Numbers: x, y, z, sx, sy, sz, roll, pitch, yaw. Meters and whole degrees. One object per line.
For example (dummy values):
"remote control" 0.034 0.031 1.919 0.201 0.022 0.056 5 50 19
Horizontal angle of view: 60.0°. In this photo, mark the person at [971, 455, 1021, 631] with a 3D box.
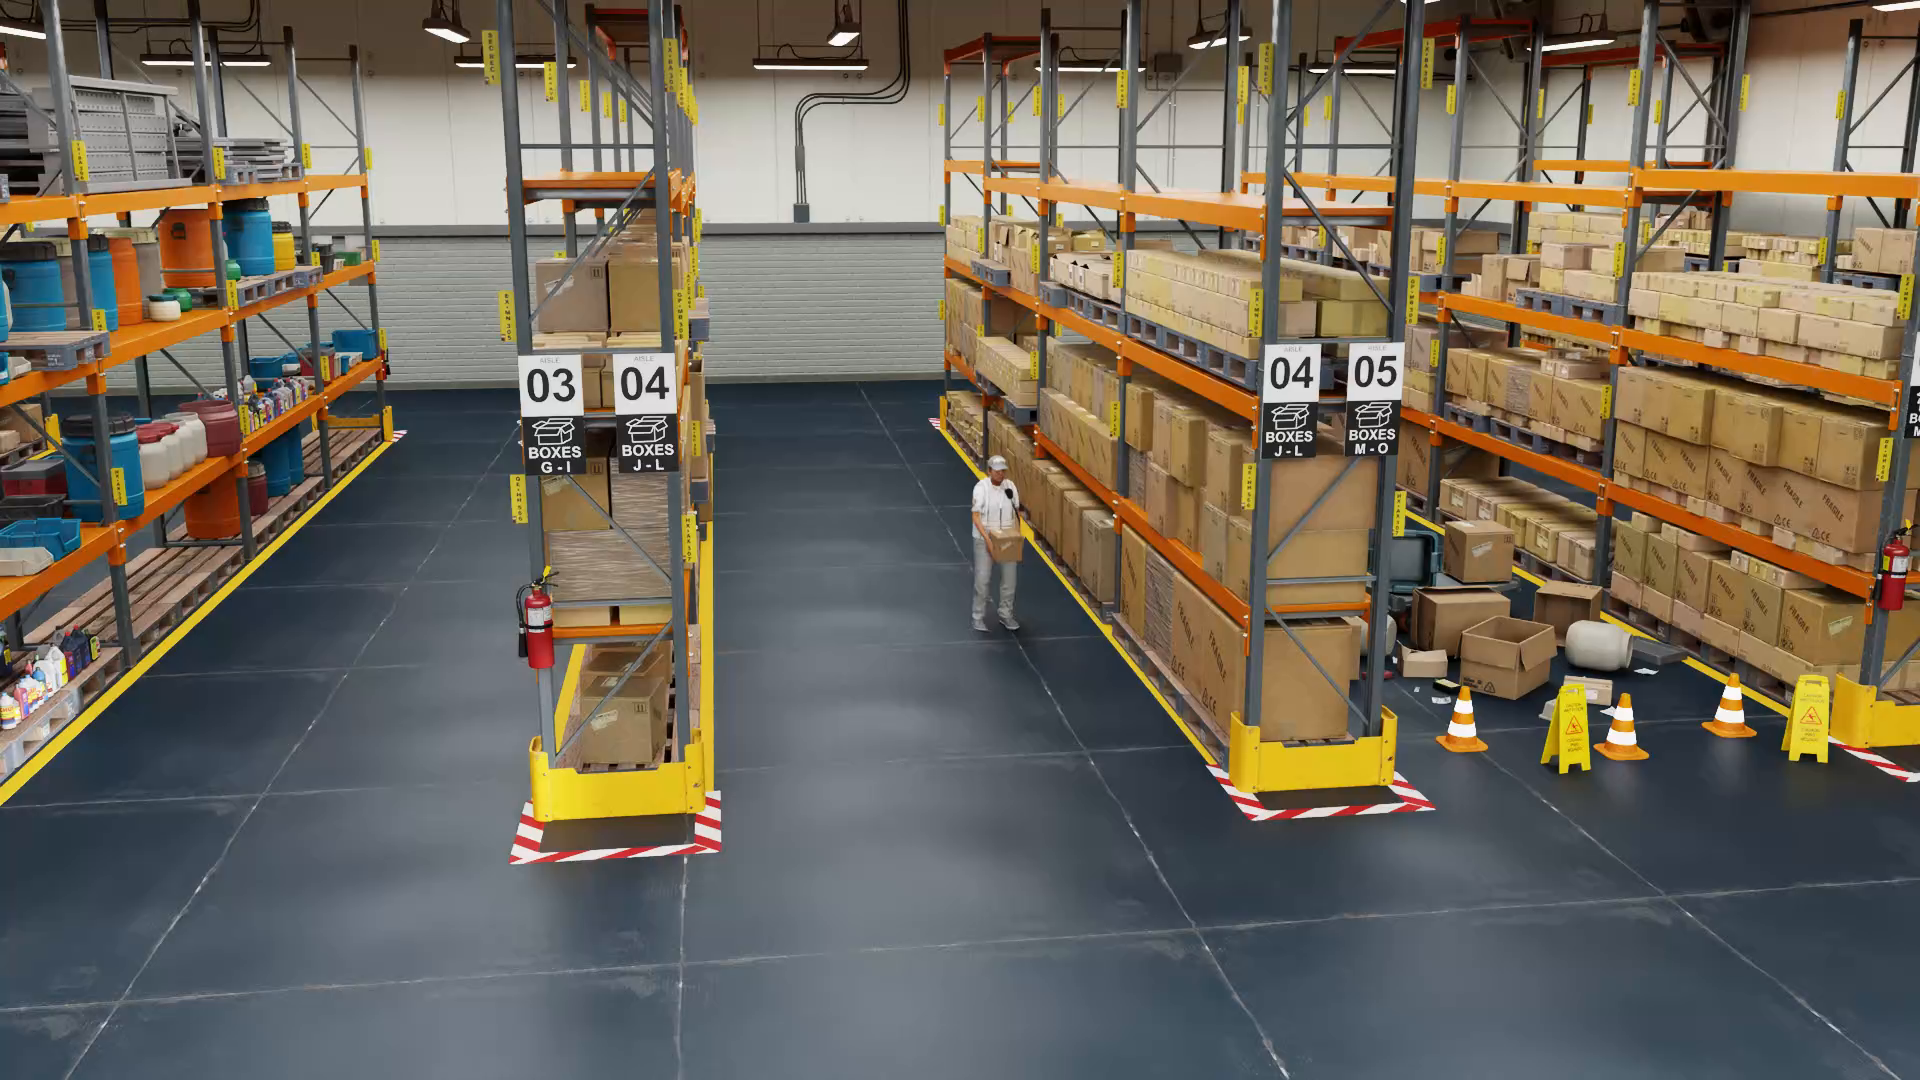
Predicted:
"person" 0.344 0.013 15.905 0.510 1.672 0.450 -5 14 -19
